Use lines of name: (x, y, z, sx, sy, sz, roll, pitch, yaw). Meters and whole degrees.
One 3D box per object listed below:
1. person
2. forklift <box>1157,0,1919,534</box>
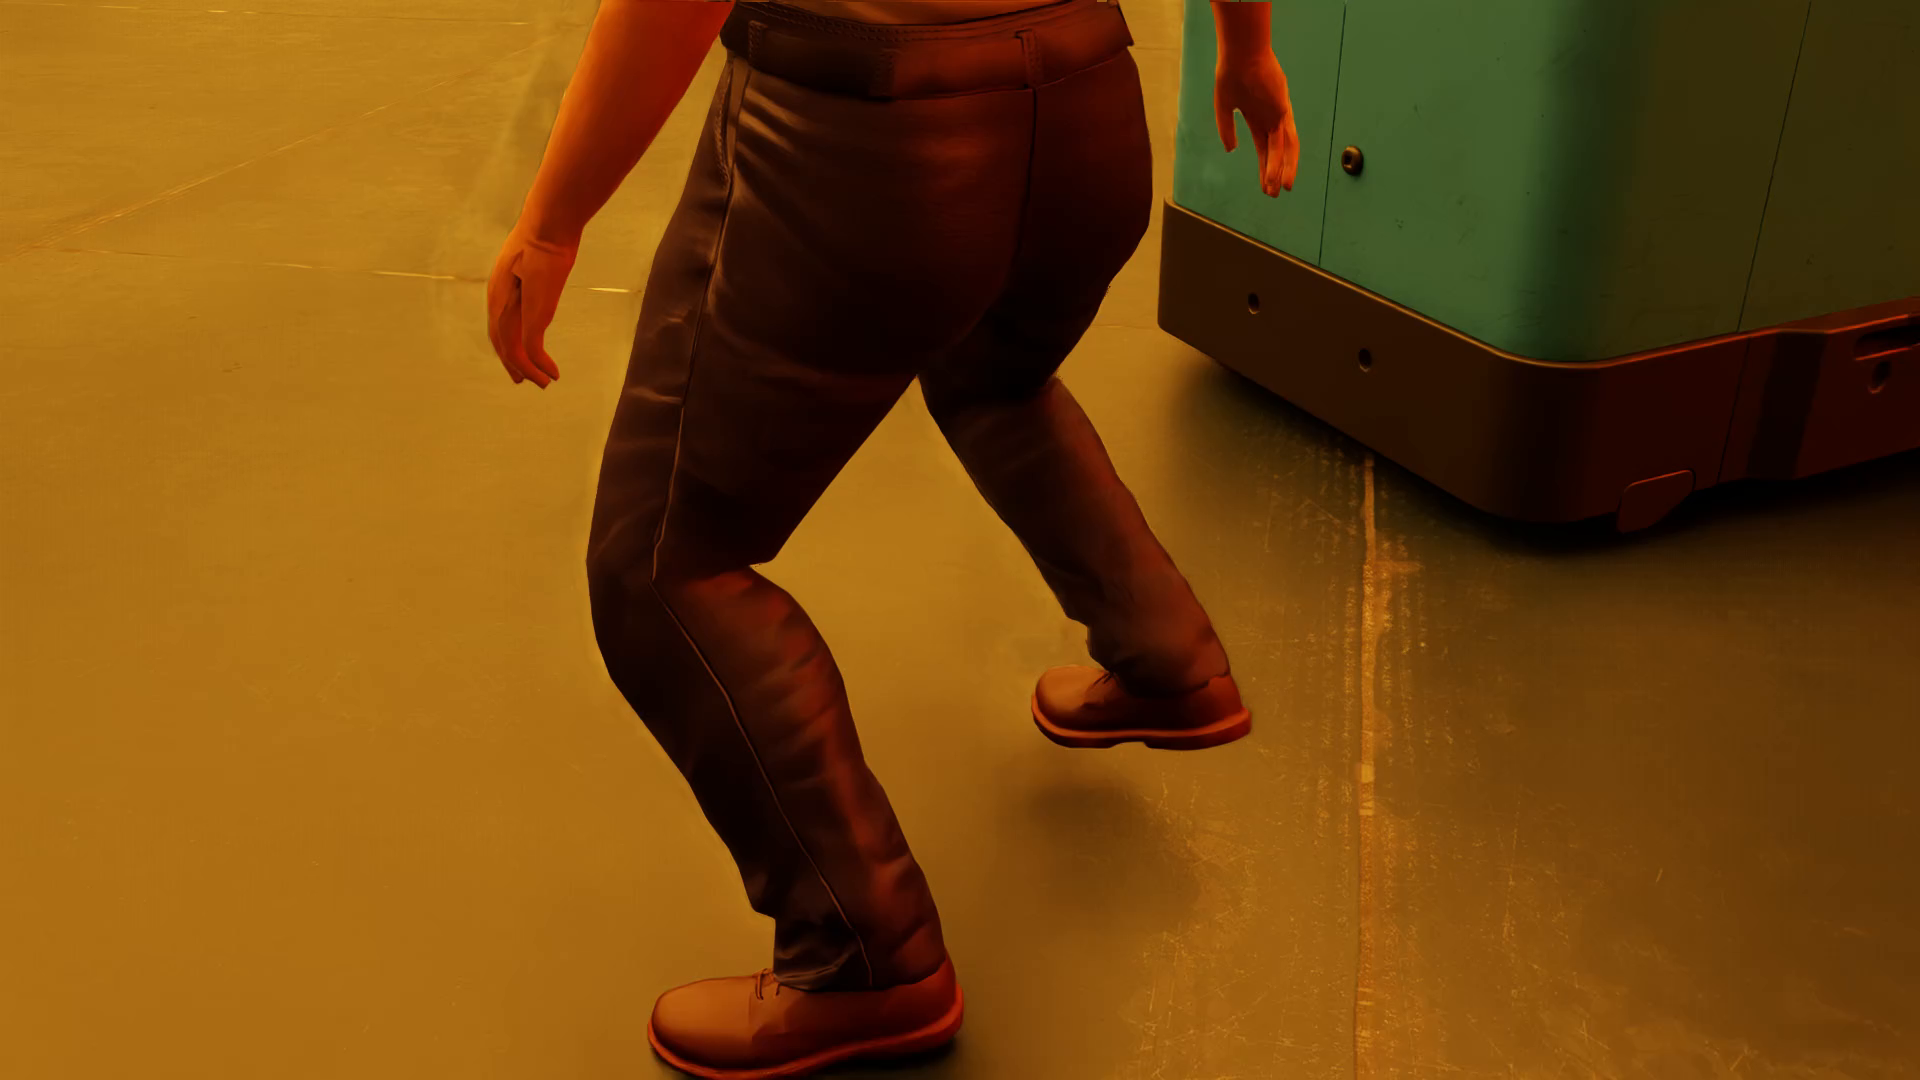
person: (-0.023, -0.354, 1.491, 0.838, 1.569, 0.496, -23, 34, -37)
forklift: (1.931, -1.760, 2.735, 3.031, 2.935, 1.130, -12, 29, -23)
